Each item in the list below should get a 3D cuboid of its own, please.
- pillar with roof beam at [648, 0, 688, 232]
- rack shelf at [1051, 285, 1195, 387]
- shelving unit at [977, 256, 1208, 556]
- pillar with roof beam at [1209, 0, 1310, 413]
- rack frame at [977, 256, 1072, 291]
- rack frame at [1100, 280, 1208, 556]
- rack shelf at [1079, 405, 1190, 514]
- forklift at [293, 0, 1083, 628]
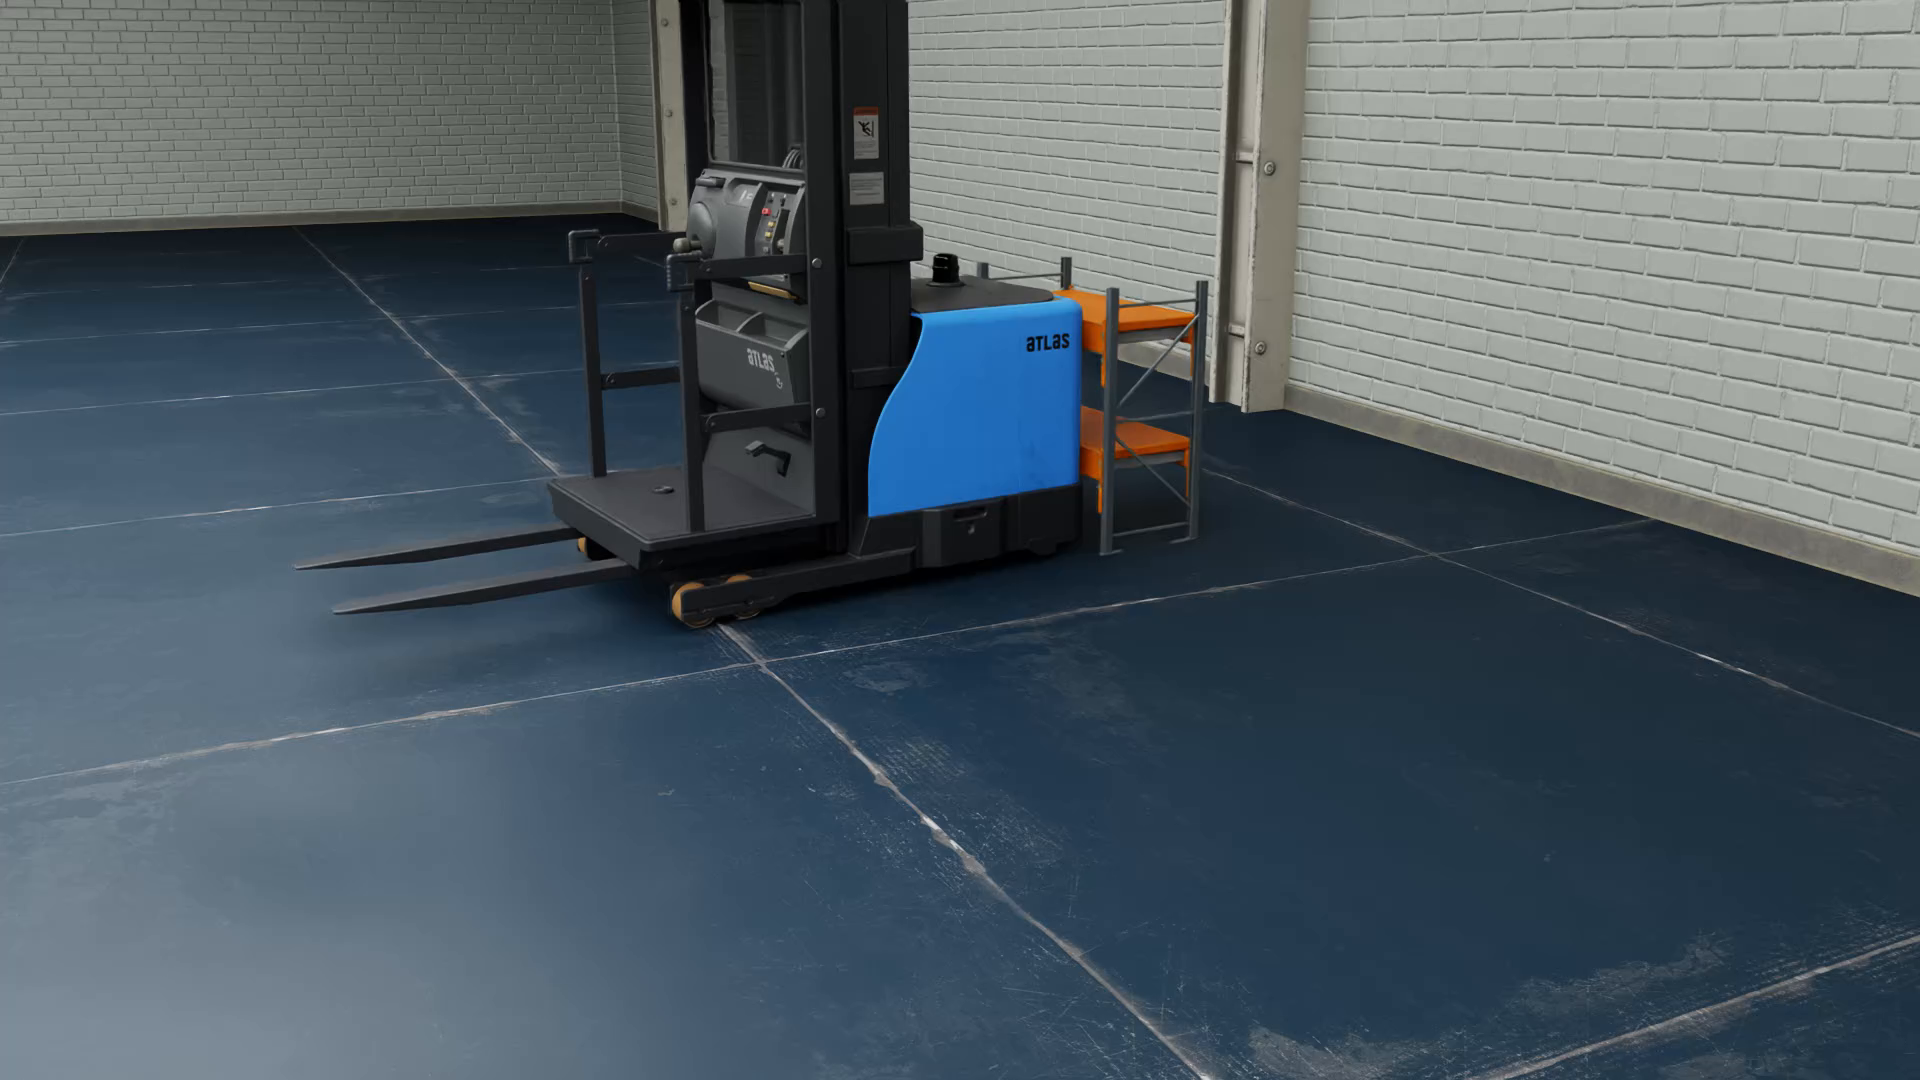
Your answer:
[{"bbox_3d":[-7.375,-7.605,17.437,9.100,9.000,0.400,-8,18,-25],"label":"pillar with roof beam"},{"bbox_3d":[0.558,-0.914,7.336,0.538,0.278,1.000,-9,18,-29],"label":"rack shelf"},{"bbox_3d":[0.558,-0.633,7.417,0.538,1.125,1.048,-9,18,-29],"label":"shelving unit"},{"bbox_3d":[-2.118,-4.629,7.069,9.100,9.000,0.400,-8,18,-25],"label":"pillar with roof beam"},{"bbox_3d":[0.301,-0.754,7.838,0.500,1.125,0.032,-9,18,-29],"label":"rack frame"},{"bbox_3d":[0.815,-0.512,6.995,0.500,1.125,0.032,-9,18,-29],"label":"rack frame"},{"bbox_3d":[0.558,-0.398,7.484,0.538,0.278,1.000,-9,18,-29],"label":"rack shelf"},{"bbox_3d":[-1.003,-1.250,6.294,3.031,2.935,1.130,-10,19,-31],"label":"forklift"}]
